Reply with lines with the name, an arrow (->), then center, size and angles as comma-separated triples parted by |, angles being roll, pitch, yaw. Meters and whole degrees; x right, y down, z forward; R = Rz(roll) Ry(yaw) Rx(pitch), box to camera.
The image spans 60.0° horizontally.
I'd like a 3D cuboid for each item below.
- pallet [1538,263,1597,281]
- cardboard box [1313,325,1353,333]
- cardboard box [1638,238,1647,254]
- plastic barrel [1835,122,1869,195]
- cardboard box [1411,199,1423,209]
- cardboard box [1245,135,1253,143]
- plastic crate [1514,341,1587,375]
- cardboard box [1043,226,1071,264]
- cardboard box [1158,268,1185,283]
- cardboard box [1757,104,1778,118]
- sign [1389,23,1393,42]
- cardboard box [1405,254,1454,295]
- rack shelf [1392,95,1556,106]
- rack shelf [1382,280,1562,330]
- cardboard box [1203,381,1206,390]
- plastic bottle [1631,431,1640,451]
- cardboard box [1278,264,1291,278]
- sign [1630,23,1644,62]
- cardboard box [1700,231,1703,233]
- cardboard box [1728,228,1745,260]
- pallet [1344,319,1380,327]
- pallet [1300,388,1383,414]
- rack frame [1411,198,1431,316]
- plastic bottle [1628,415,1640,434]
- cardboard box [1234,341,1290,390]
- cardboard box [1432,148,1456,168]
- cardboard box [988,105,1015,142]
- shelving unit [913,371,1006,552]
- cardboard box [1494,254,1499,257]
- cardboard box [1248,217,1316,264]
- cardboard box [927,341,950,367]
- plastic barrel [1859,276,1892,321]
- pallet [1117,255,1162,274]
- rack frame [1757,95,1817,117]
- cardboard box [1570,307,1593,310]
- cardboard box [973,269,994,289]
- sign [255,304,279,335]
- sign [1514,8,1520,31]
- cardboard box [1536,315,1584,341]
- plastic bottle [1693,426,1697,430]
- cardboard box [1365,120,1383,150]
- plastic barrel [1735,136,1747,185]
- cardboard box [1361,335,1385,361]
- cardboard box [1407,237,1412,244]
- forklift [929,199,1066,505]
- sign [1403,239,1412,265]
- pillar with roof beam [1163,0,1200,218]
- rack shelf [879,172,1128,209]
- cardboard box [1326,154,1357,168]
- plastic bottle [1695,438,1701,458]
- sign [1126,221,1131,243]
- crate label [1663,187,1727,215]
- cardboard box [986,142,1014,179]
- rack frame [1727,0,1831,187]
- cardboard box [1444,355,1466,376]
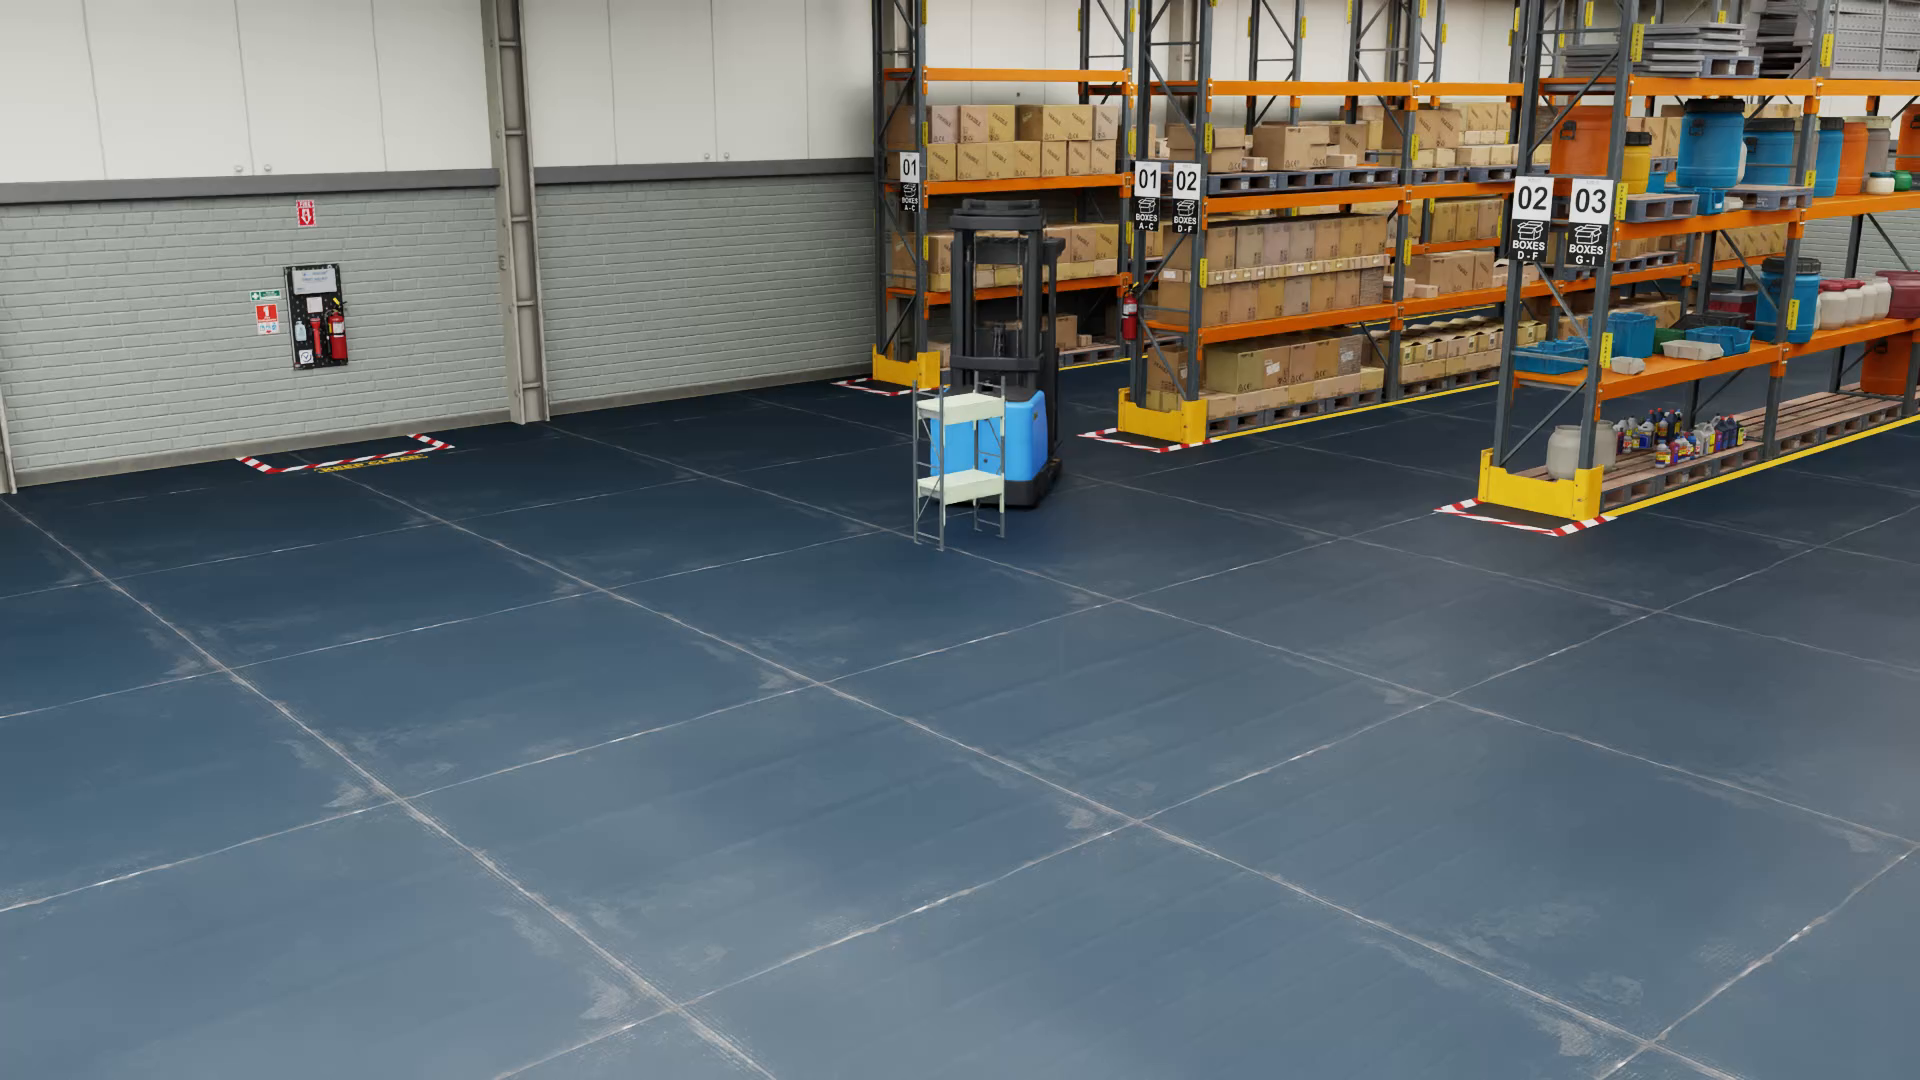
pallet -> 8.929, -4.102, 25.166 | 1.003, 0.211, 1.213 | -13, 19, -39
cardboard box -> 4.891, -2.608, 22.261 | 0.500, 0.500, 0.500 | -13, 19, -39
cardboard box -> 10.500, -4.829, 26.510 | 0.500, 0.500, 0.700 | -9, 17, -31
plastic barrel -> 10.458, -4.550, 19.827 | 0.708, 0.830, 0.600 | -13, 19, -39
cardboard box -> 8.043, -6.143, 30.171 | 0.500, 0.250, 0.500 | -12, 19, -38
cardboard box -> 4.515, -6.460, 27.576 | 0.500, 0.500, 0.500 | -13, 19, -39
plastic crate -> 5.859, -1.817, 16.529 | 0.616, 0.251, 0.499 | -13, 19, -39
cardboard box -> 1.279, -4.343, 24.494 | 0.500, 0.500, 0.500 | -13, 20, -41
cardboard box -> 2.592, -3.174, 19.871 | 0.250, 0.149, 0.380 | -13, 20, -40
cardboard box -> 13.383, -7.138, 28.216 | 0.500, 0.500, 0.700 | -13, 19, -39
sign -> 7.881, -9.246, 30.310 | 0.005, 0.325, 0.100 | -13, 19, -39
cardboard box -> 6.434, -3.653, 22.919 | 0.500, 0.500, 0.500 | -11, 18, -35
rack shelf -> 9.736, -8.404, 31.443 | 4.000, 0.370, 1.077 | -13, 19, -39
rack shelf -> 6.955, -3.380, 23.484 | 4.000, 0.370, 1.077 | -13, 19, -39
cardboard box -> 3.009, -1.821, 20.768 | 0.500, 0.250, 0.500 | -13, 19, -39
plastic bottle -> 7.323, -1.077, 18.038 | 0.097, 0.201, 0.097 | 0, 15, 0
cardboard box -> 3.837, -3.316, 20.400 | 0.250, 0.149, 0.380 | -13, 20, -40
sign -> 6.036, -4.435, 14.823 | 0.005, 0.325, 0.100 | -13, 19, -39
cardboard box -> 12.022, -5.300, 27.149 | 0.500, 0.500, 0.500 | -12, 19, -38
cardboard box -> 12.808, -4.997, 27.951 | 0.500, 0.500, 0.500 | -13, 20, -40
pallet -> 6.774, -4.007, 29.843 | 1.213, 0.211, 1.003 | -13, 19, -39
pallet -> 4.819, -1.915, 22.009 | 1.213, 0.211, 1.003 | -13, 19, -39
rack frame -> 8.227, -5.707, 30.805 | 0.127, 3.000, 1.000 | -13, 19, -39
plastic bottle -> 7.351, -1.196, 18.197 | 0.185, 0.351, 0.144 | -13, 20, -40
cardboard box -> 3.724, -2.167, 20.613 | 0.500, 0.500, 0.500 | -13, 19, -39
cardboard box -> 6.330, -5.164, 22.435 | 0.500, 0.250, 0.500 | 14, 20, 42
cardboard box -> 0.415, -5.847, 23.344 | 0.500, 0.500, 0.500 | -12, 19, -38
shelving unit -> -0.005, -0.723, 15.052 | 0.755, 1.500, 0.431 | -13, 19, -39
cardboard box -> 10.745, -5.616, 33.234 | 0.250, 0.149, 0.380 | -12, 19, -39
cardboard box -> 3.980, -3.732, 20.702 | 0.500, 0.500, 0.700 | -13, 19, -39
cardboard box -> -0.244, -2.688, 23.858 | 0.500, 0.311, 0.500 | 13, 20, 41
plastic barrel -> 11.077, -2.939, 20.225 | 0.421, 0.512, 0.421 | 0, 15, 0
pallet -> 2.864, -4.361, 26.135 | 1.213, 0.211, 1.003 | -13, 19, -39
rack frame -> 14.499, -8.320, 28.959 | 0.127, 3.000, 1.000 | -13, 19, -39
cardboard box -> 9.798, -3.453, 26.355 | 0.500, 0.500, 0.500 | -14, 20, -41
cardboard box -> 0.133, -3.723, 23.629 | 0.500, 0.250, 0.500 | -13, 20, -41
sign -> -7.766, -2.478, 18.644 | 0.234, 0.329, 0.001 | -13, 19, -39
sign -> 8.101, -7.558, 24.144 | 0.005, 0.325, 0.100 | -13, 19, -39
cardboard box -> 8.995, -3.092, 25.006 | 0.500, 0.500, 0.500 | -12, 19, -37
plastic bottle -> 7.924, -1.087, 17.918 | 0.133, 0.283, 0.061 | -13, 19, -39
cardboard box -> 7.114, -7.183, 29.470 | 0.500, 0.500, 0.700 | -13, 20, -40
plastic barrel -> 8.242, -4.095, 17.925 | 0.421, 0.512, 0.421 | 0, 15, 0
cardboard box -> 5.564, -2.658, 22.817 | 0.500, 0.311, 0.500 | -13, 19, -39
cardboard box -> 7.983, -5.436, 30.237 | 0.250, 0.149, 0.380 | -12, 19, -38
forklift -> 0.492, -2.089, 17.393 | 1.130, 2.935, 3.031 | 3, 15, 11
sign -> 5.812, -3.737, 21.598 | 0.005, 0.325, 0.100 | -13, 19, -39
pillar with roof beam -> 6.487, -7.038, 24.162 | 0.400, 9.000, 9.100 | -13, 19, -39
rack shelf -> 0.683, -5.115, 24.168 | 4.000, 0.370, 1.077 | -13, 19, -39
cardboard box -> 4.716, -4.729, 20.732 | 0.250, 0.149, 0.380 | -13, 19, -39
plastic bottle -> 7.814, -0.980, 17.675 | 0.097, 0.201, 0.097 | 0, 15, 0
sign -> 2.554, -4.666, 25.229 | 0.005, 0.325, 0.100 | -13, 19, -39
crate label -> 7.307, -3.376, 16.552 | 0.408, 0.251, 0.502 | -13, 19, -39
cardboard box -> 0.409, -5.363, 23.468 | 0.500, 0.500, 0.500 | -12, 19, -37
rack frame -> 8.695, -5.322, 17.736 | 0.127, 3.000, 1.000 | -13, 19, -39
cardboard box -> 6.689, -2.458, 23.153 | 0.500, 0.250, 0.500 | -13, 20, -41
